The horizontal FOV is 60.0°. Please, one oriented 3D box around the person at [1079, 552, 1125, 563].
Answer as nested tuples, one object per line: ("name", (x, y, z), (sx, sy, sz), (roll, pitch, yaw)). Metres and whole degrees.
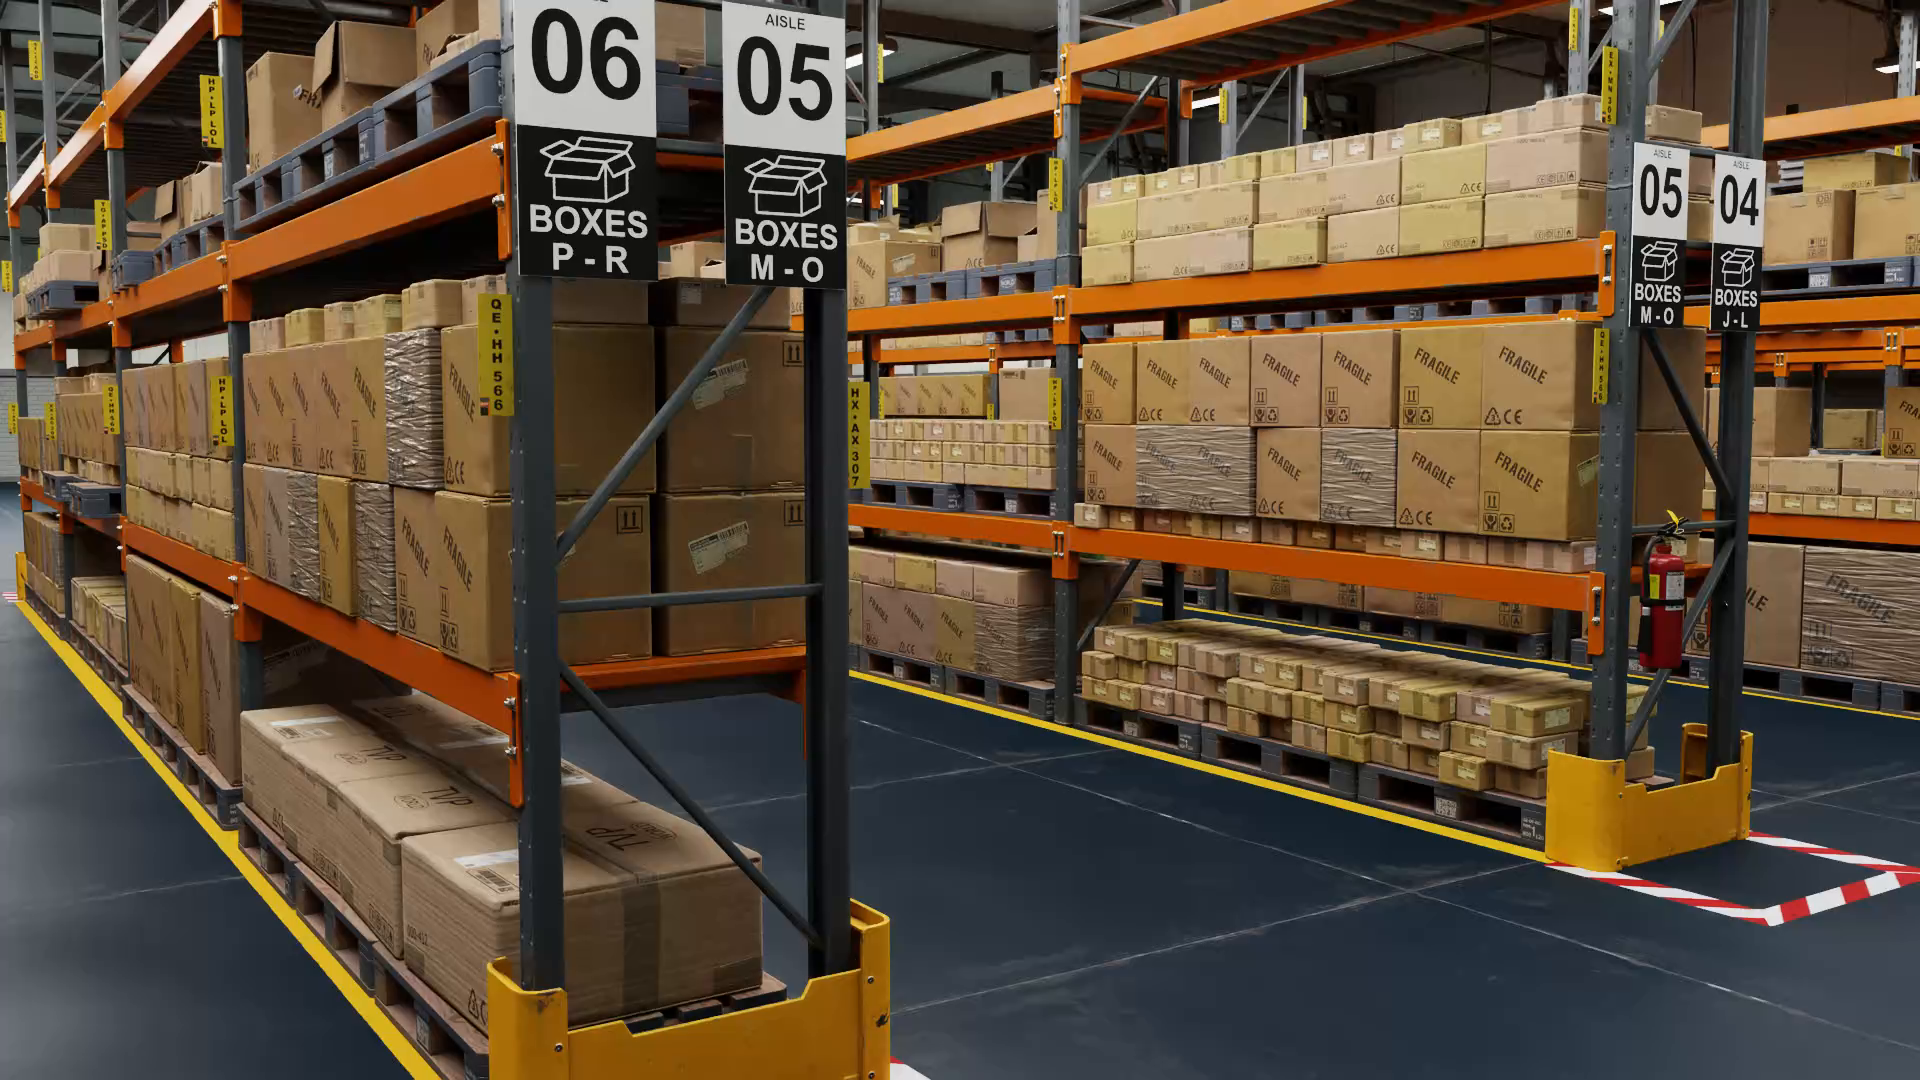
("person", (1.261, 0.126, 16.141), (0.816, 1.295, 0.585), (-3, 6, -34))
